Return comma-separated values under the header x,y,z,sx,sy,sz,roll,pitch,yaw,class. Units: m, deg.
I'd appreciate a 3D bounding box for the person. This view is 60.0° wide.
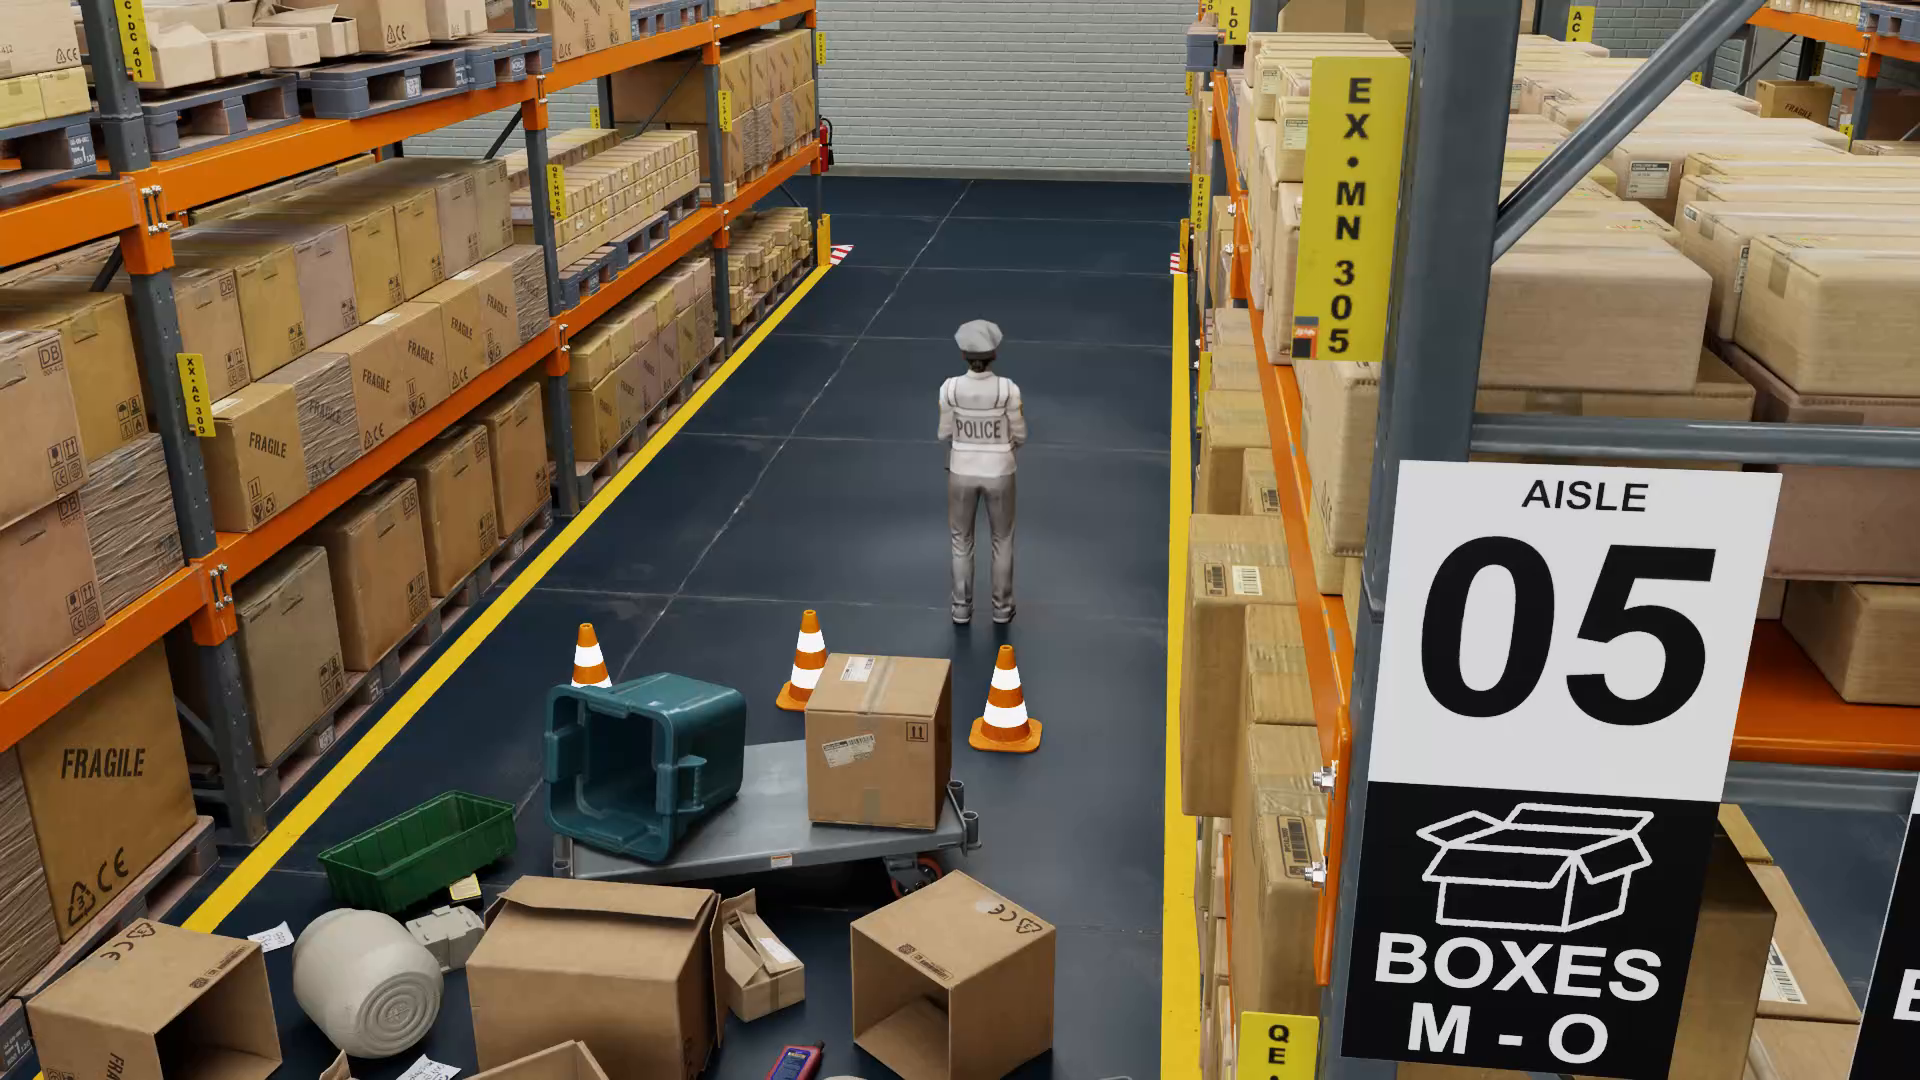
x,y,z,sx,sy,sz,roll,pitch,yaw,class
0.123,-0.375,9.002,0.479,1.692,0.529,2,21,6,person
